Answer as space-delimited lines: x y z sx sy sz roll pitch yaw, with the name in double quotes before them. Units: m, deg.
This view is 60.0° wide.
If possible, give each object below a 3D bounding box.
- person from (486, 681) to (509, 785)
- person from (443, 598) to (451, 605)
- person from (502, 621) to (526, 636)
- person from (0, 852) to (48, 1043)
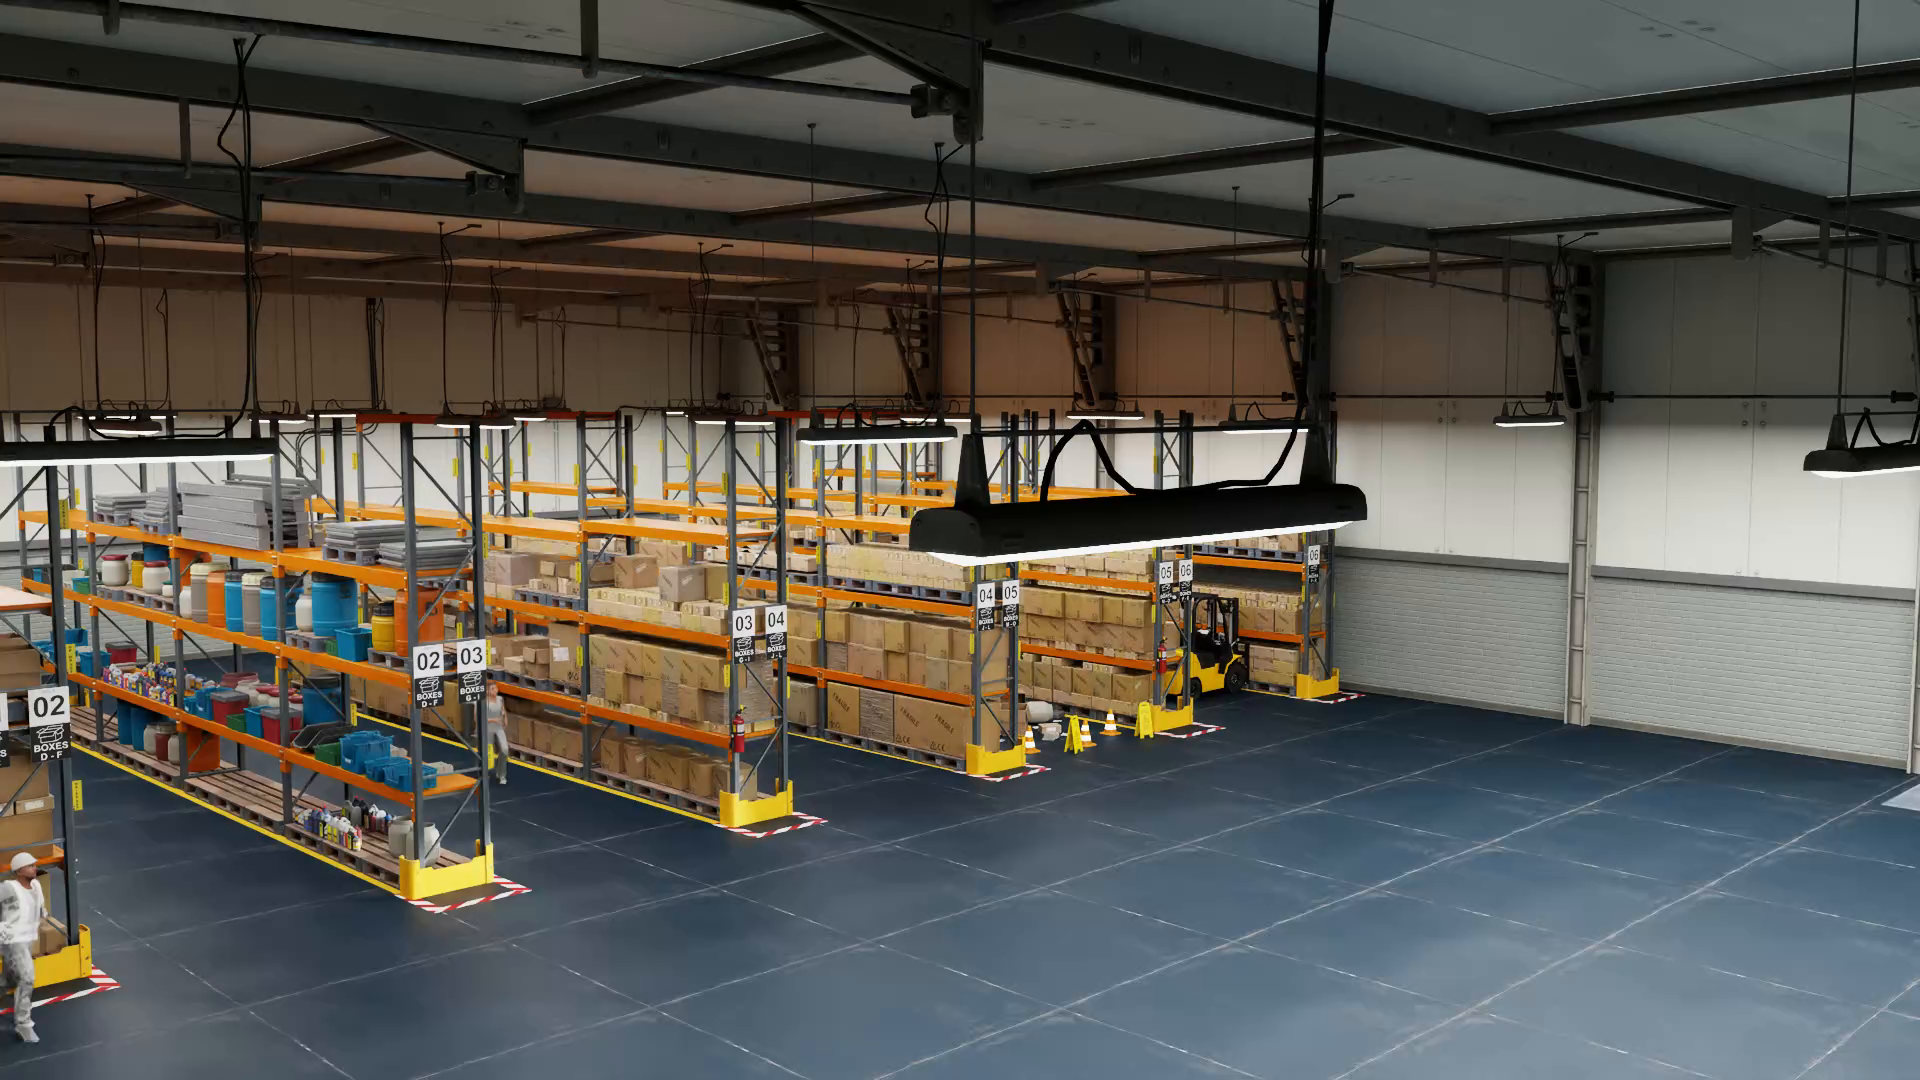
"person" -7.614 3.161 27.138 0.582 1.732 0.729 -5 7 -44
"person" -12.027 2.150 38.975 0.612 1.672 0.787 2 5 21
"person" -10.882 1.955 40.928 0.564 1.675 0.731 4 7 41
"person" -9.443 4.033 16.566 0.764 1.830 0.717 0 5 -2
